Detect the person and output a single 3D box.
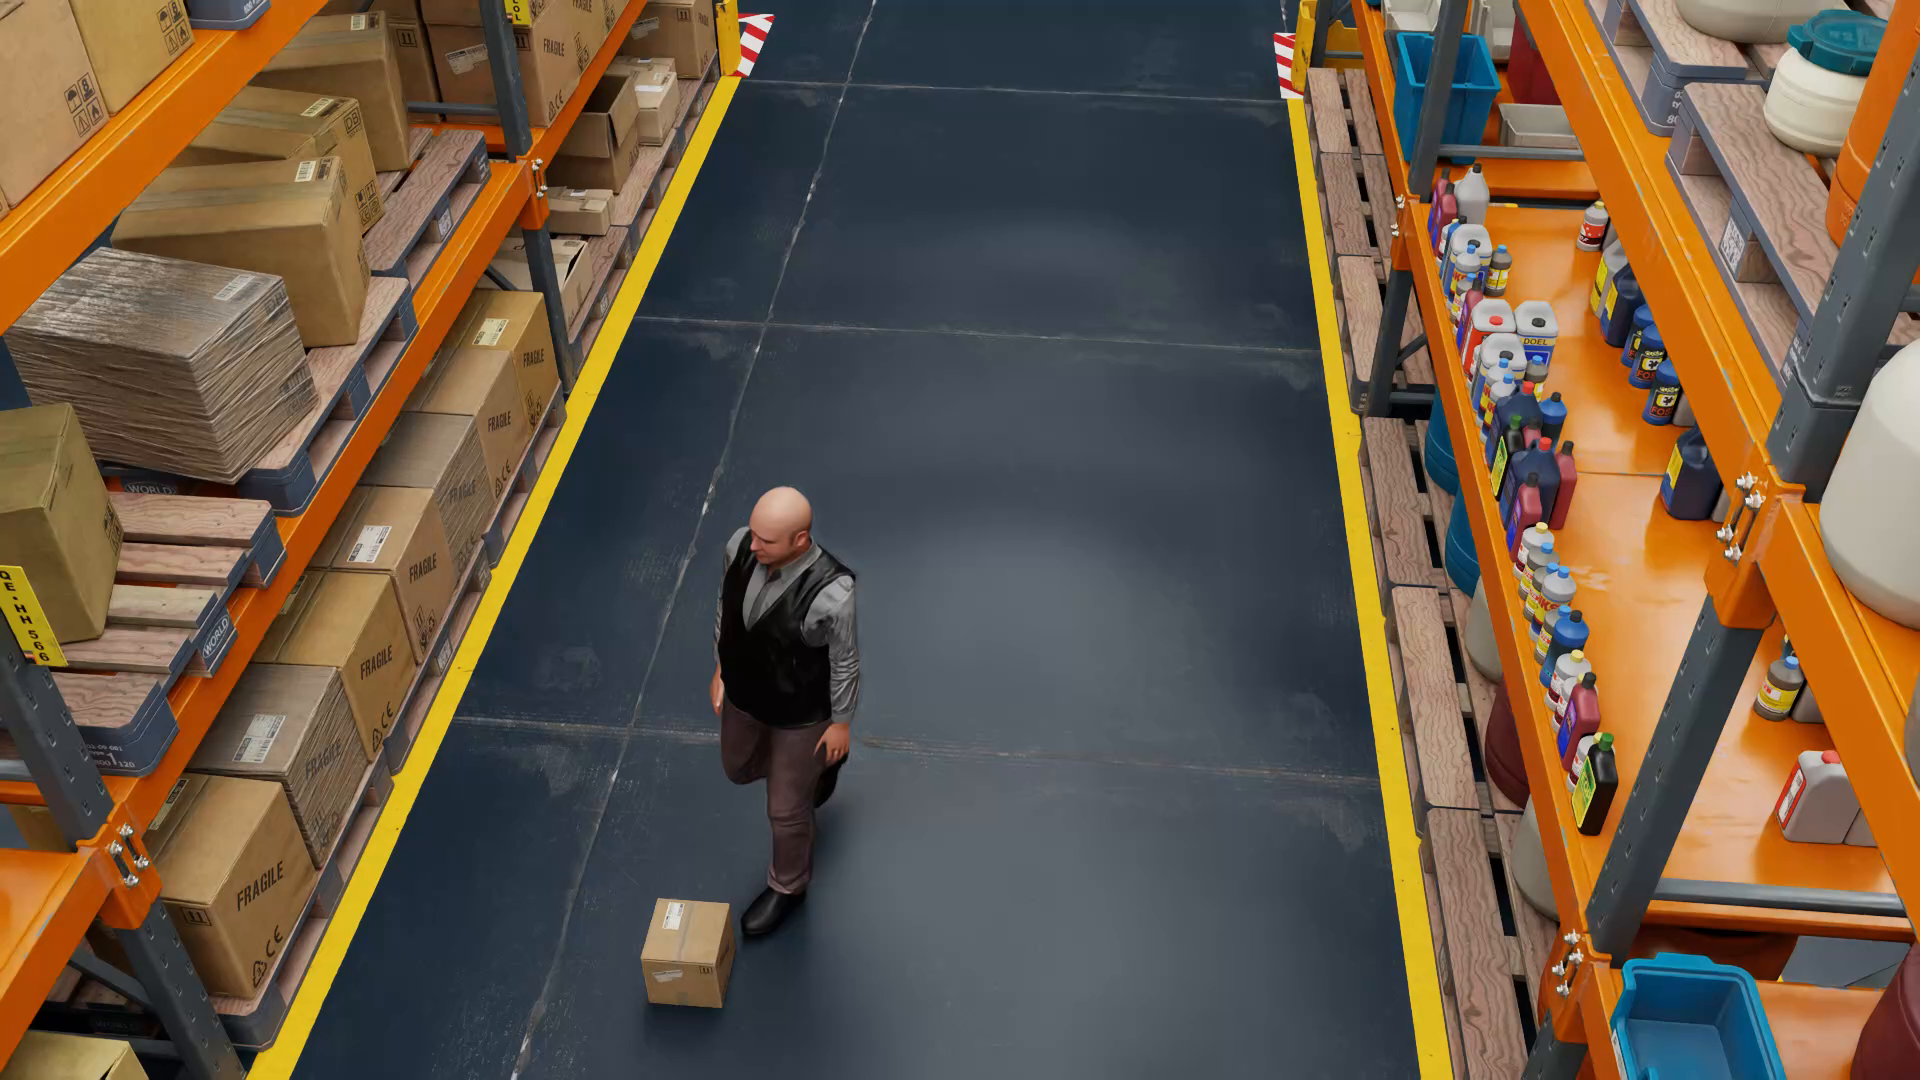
[{"bbox_3d":[-0.588,0.518,5.552,0.555,1.707,0.753,29,48,30],"label":"person"}]
